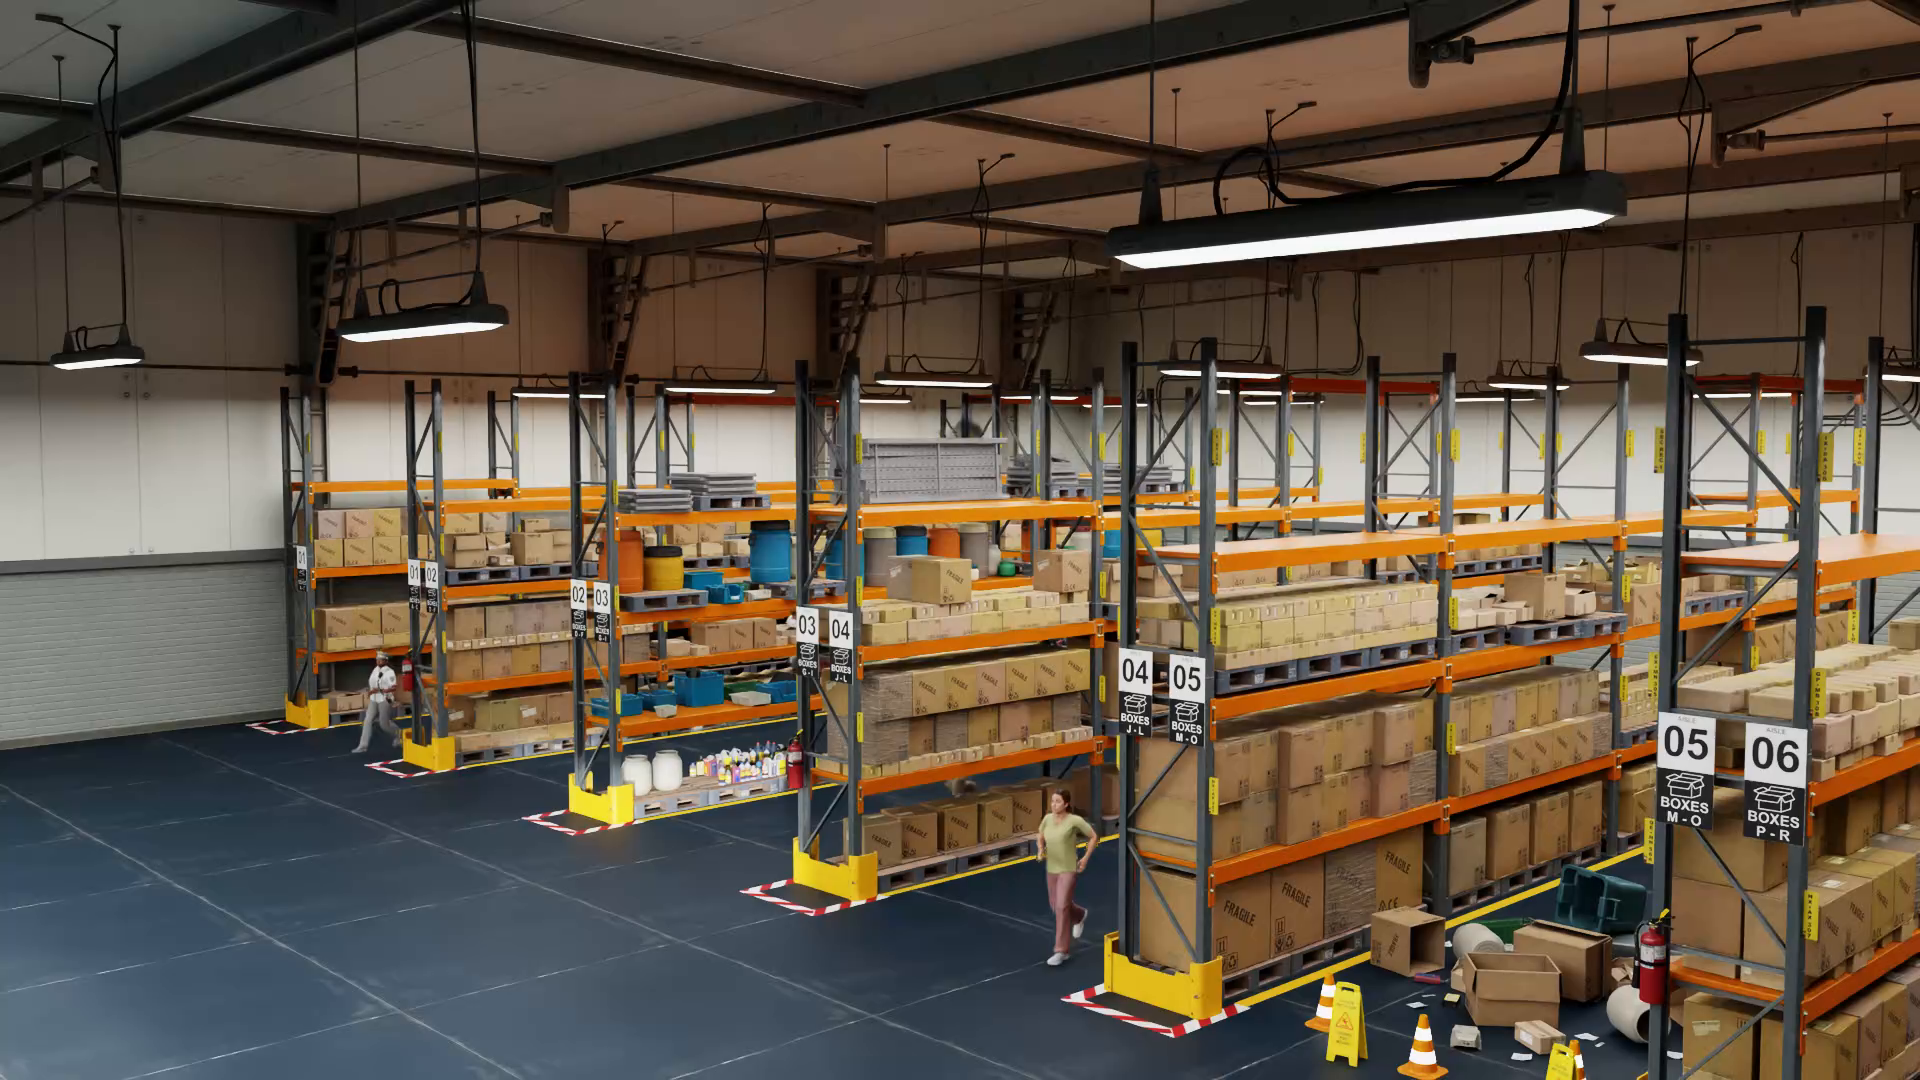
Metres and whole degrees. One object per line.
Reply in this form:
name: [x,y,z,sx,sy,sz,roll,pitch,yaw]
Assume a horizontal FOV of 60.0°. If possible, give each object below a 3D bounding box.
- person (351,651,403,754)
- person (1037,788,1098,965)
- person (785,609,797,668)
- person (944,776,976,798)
person: [-9.301,2.592,26.751,0.611,1.632,0.944,2,4,29]
person: [1.037,3.269,16.454,0.627,1.662,0.894,2,4,32]
person: [-3.308,2.151,33.716,0.721,1.821,0.729,4,5,45]
person: [0.052,2.901,22.313,0.662,1.686,0.698,3,5,40]
